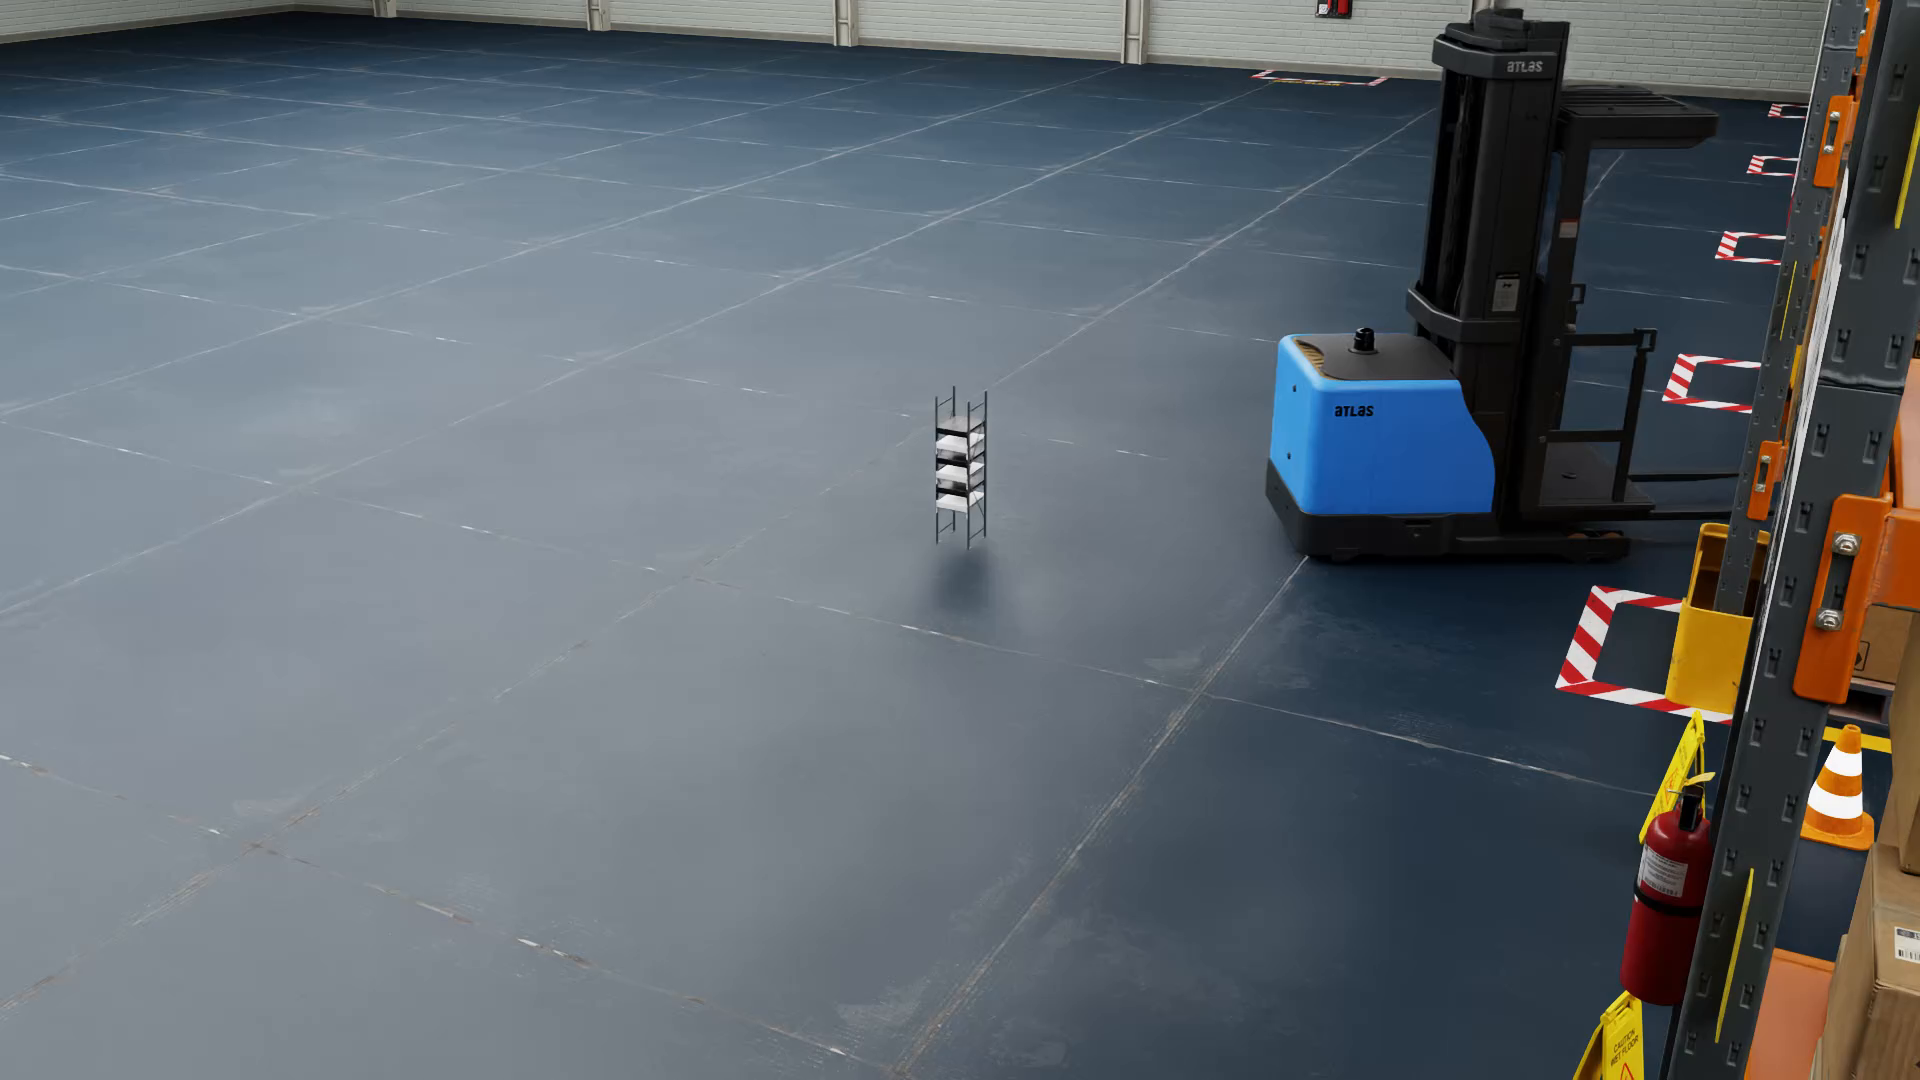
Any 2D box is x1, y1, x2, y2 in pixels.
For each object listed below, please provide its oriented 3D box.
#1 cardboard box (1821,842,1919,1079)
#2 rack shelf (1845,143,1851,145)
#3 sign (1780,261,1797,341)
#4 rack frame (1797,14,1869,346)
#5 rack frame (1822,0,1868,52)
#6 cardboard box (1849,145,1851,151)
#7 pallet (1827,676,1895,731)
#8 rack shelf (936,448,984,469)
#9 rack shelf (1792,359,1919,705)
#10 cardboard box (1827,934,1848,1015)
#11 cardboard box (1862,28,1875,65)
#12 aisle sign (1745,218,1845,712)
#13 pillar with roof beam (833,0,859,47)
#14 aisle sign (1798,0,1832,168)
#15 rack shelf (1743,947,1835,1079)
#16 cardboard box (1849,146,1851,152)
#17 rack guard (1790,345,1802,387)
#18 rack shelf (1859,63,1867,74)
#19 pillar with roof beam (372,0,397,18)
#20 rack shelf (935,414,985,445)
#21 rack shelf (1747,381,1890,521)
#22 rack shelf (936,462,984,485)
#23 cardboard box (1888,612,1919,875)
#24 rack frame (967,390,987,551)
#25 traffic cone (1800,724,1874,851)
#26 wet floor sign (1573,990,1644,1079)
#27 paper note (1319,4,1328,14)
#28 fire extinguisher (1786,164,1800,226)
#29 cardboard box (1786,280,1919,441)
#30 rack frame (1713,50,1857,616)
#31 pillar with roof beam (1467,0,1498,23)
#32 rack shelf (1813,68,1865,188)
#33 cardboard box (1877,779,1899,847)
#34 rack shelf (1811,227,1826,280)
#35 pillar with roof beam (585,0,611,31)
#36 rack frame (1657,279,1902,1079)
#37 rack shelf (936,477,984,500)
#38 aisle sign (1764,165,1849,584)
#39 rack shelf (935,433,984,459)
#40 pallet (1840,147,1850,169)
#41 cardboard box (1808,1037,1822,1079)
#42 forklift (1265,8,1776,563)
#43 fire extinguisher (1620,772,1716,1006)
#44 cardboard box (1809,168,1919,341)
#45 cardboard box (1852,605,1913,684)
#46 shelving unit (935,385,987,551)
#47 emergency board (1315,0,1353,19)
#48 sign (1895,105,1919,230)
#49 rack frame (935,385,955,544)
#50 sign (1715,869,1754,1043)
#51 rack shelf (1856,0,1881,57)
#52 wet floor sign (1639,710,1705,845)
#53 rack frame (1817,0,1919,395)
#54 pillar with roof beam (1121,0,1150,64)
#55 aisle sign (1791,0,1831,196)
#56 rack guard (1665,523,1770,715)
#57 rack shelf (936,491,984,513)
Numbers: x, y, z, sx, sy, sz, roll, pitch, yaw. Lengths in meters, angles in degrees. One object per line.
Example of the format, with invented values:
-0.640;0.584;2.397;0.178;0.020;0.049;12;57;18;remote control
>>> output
1.953;0.964;3.142;0.500;0.500;0.500;11;25;24;cardboard box
10.146;-3.540;15.161;4.000;0.370;1.077;11;25;25;rack shelf
3.543;-1.022;7.113;0.005;0.325;0.100;11;25;25;sign
6.126;-2.494;11.783;0.127;3.000;1.000;11;25;25;rack frame
3.798;-3.541;6.577;0.127;3.000;1.000;11;25;25;rack frame
11.211;-4.890;20.392;0.500;0.250;0.500;11;25;25;cardboard box
4.547;0.617;8.029;1.213;0.211;1.003;11;25;25;pallet
0.007;-0.465;9.548;0.200;0.077;0.258;11;25;25;rack shelf
3.440;0.271;2.367;4.000;0.370;1.077;11;25;25;rack shelf
2.085;1.074;3.714;0.250;0.149;0.380;12;26;26;cardboard box
11.010;-5.913;19.693;0.500;0.500;0.700;11;25;25;cardboard box
1.460;-0.132;2.906;0.004;0.787;0.394;11;25;25;aisle sign
-4.160;-12.298;27.170;0.400;9.000;9.100;11;25;25;pillar with roof beam
3.870;-2.094;7.518;0.004;0.787;0.394;11;25;25;aisle sign
3.440;1.651;2.954;4.000;0.370;1.077;11;25;25;rack shelf
10.978;-4.709;19.967;0.500;0.250;0.500;11;25;25;cardboard box
6.194;-1.331;12.240;0.348;0.500;1.175;11;25;25;rack guard
12.384;-5.269;19.227;4.000;0.370;1.077;11;25;25;rack shelf
-14.869;-14.417;32.153;0.400;9.000;9.100;11;25;25;pillar with roof beam
0.007;-0.630;9.478;0.200;0.077;0.258;11;25;25;rack shelf
5.583;-0.096;7.062;4.000;0.370;1.077;11;25;25;rack shelf
0.007;-0.382;9.584;0.200;0.077;0.258;11;25;25;rack shelf
2.209;0.338;3.338;0.500;0.500;0.700;11;25;23;cardboard box
0.098;-0.395;9.528;0.006;0.900;0.240;11;25;25;rack frame
3.632;0.977;6.861;0.334;0.463;0.336;11;25;25;traffic cone
1.968;1.643;5.062;0.267;0.644;0.232;-20;30;-39;wet floor sign
6.177;-9.022;28.257;0.142;0.148;0.016;11;25;25;paper note
6.232;-2.640;12.224;0.183;0.674;0.296;11;25;25;fire extinguisher
4.150;-0.799;7.605;0.550;0.550;0.875;11;25;25;cardboard box
3.798;-0.780;7.751;0.127;3.000;1.000;11;25;25;rack frame
6.549;-10.179;22.188;0.400;9.000;9.100;11;25;25;pillar with roof beam
5.583;-1.476;6.475;4.000;0.370;1.077;11;25;25;rack shelf
2.264;0.783;3.567;0.500;0.500;0.500;11;25;24;cardboard box
7.911;-1.810;11.093;4.000;0.370;1.077;11;25;25;rack shelf
-9.514;-13.358;29.662;0.400;9.000;9.100;11;25;25;pillar with roof beam
1.655;0.967;3.644;0.127;3.000;1.000;11;25;25;rack frame
0.007;-0.299;9.619;0.200;0.077;0.258;11;25;25;rack shelf
1.731;-0.342;3.399;0.004;0.787;0.394;11;25;25;aisle sign
0.007;-0.548;9.513;0.200;0.077;0.258;11;25;25;rack shelf
11.301;-4.550;20.179;1.213;0.211;1.003;11;25;25;pallet
1.865;1.215;3.382;0.250;0.149;0.380;11;26;25;cardboard box
3.408;-1.425;9.355;3.031;2.935;1.130;-1;23;-2;forklift
1.761;0.821;4.085;0.183;0.674;0.296;11;25;25;fire extinguisher
4.112;-1.267;7.325;0.550;0.550;0.875;11;25;25;cardboard box
4.433;0.101;7.858;0.875;0.875;0.875;11;26;25;cardboard box
0.007;-0.413;9.571;0.210;0.900;0.258;11;25;25;shelving unit
6.304;-9.372;27.955;0.643;1.169;0.194;11;25;25;emergency board
1.410;-0.626;2.440;0.005;0.325;0.100;11;25;25;sign
-0.083;-0.431;9.613;0.006;0.900;0.240;11;25;25;rack frame
1.410;0.758;3.029;0.005;0.325;0.100;11;25;25;sign
7.911;-3.191;10.506;4.000;0.370;1.077;11;25;25;rack shelf
2.879;0.990;6.598;0.232;0.644;0.267;7;24;15;wet floor sign
1.655;-1.794;2.470;0.127;3.000;1.000;11;25;25;rack frame
1.195;-11.239;24.679;0.400;9.000;9.100;11;25;25;pillar with roof beam
3.600;-1.884;7.026;0.004;0.787;0.394;11;25;25;aisle sign
3.777;0.366;8.250;0.348;0.500;1.175;11;25;25;rack guard
0.007;-0.216;9.654;0.200;0.077;0.258;11;25;25;rack shelf
